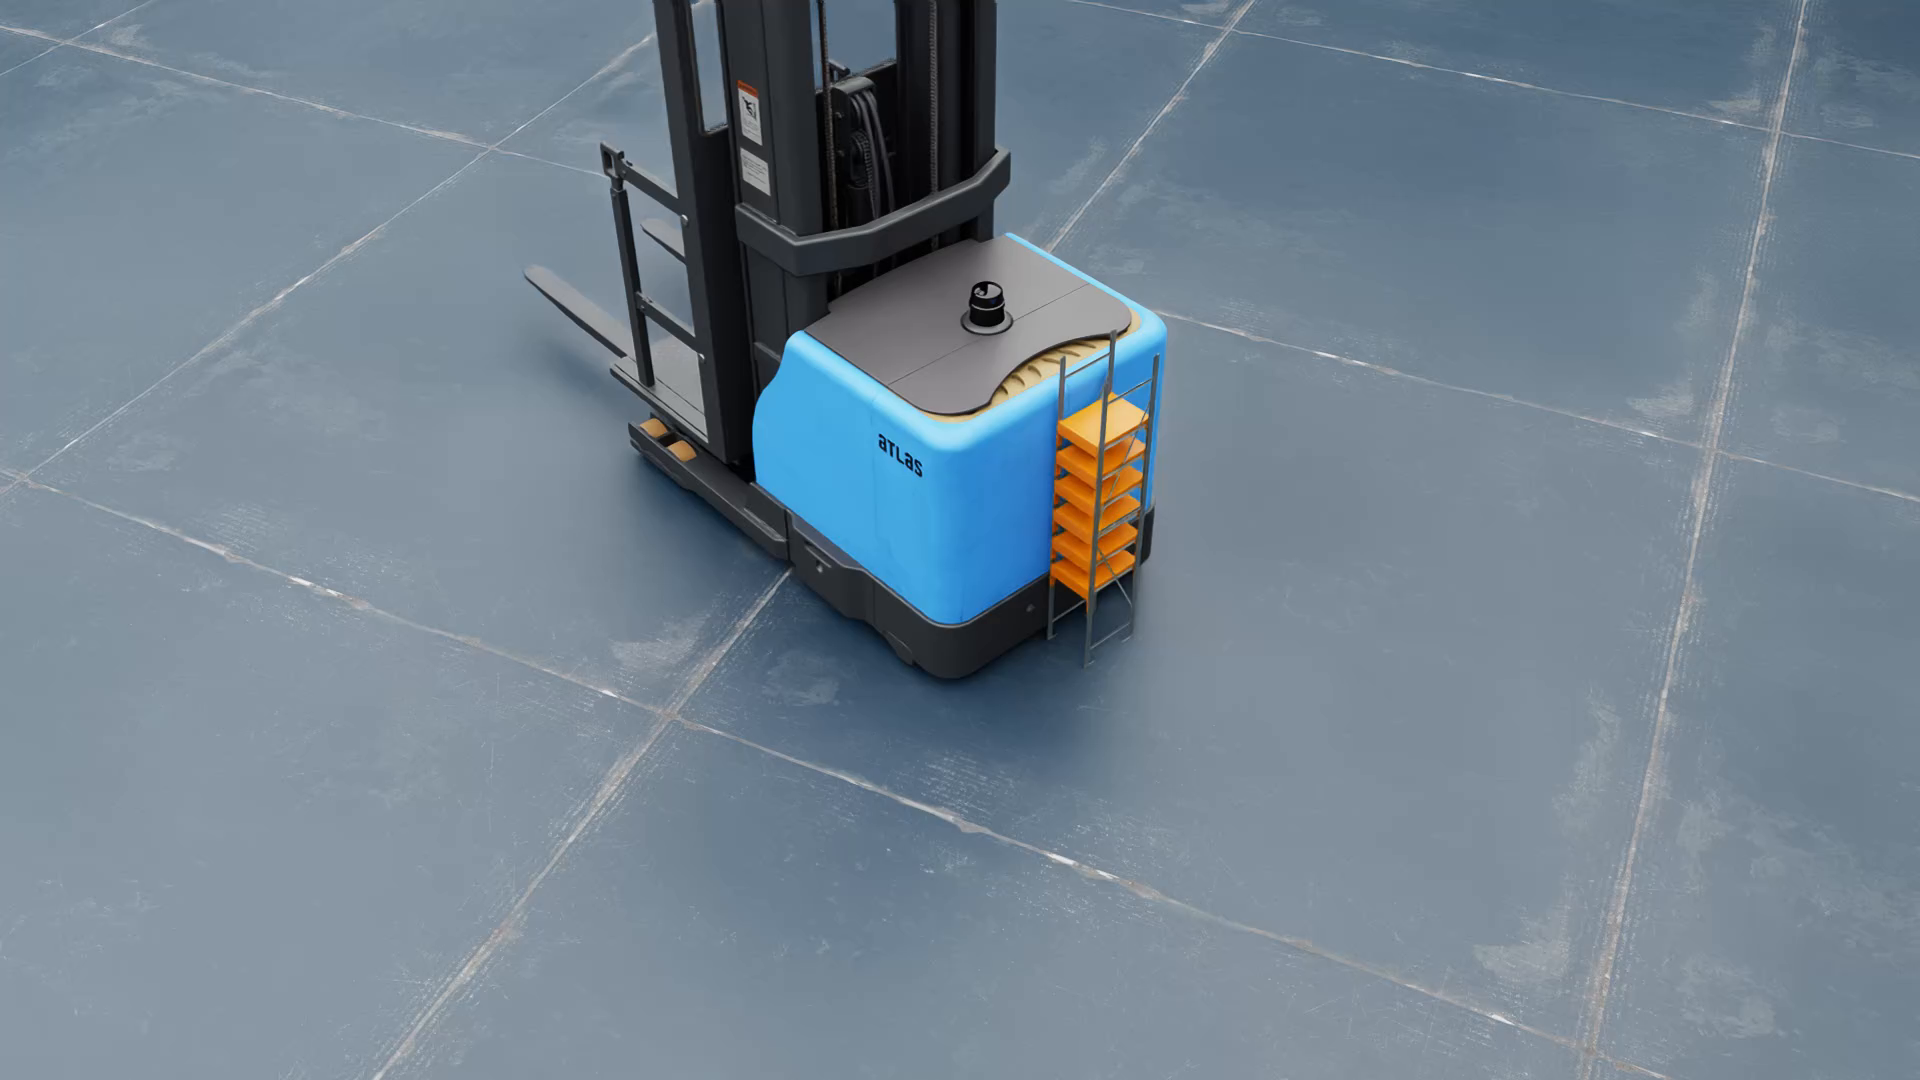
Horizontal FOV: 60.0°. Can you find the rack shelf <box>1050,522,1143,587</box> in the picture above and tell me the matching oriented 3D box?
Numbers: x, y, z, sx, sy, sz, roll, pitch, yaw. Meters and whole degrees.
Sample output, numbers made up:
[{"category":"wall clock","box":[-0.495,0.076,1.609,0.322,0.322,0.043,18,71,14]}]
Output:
[{"category":"rack shelf","box":[0.457,0.018,5.565,0.258,0.103,0.180,-30,49,-30]}]

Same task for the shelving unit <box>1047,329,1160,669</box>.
[{"category":"shelving unit","box":[0.457,-0.107,5.457,0.258,1.200,0.189,-30,49,-30]}]

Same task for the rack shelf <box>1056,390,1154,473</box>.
[{"category":"rack shelf","box":[0.457,-0.345,5.250,0.258,0.103,0.180,-30,49,-30]}]

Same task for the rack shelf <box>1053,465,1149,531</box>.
[{"category":"rack shelf","box":[0.457,-0.164,5.407,0.258,0.103,0.180,-30,49,-30]}]

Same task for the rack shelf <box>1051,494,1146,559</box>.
[{"category":"rack shelf","box":[0.457,-0.073,5.486,0.258,0.103,0.180,-30,49,-30]}]

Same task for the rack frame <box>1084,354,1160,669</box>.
[{"category":"rack frame","box":[0.518,-0.062,5.405,0.240,1.200,0.006,-30,49,-30]}]

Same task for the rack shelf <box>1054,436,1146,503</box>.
[{"category":"rack shelf","box":[0.457,-0.254,5.329,0.258,0.103,0.180,-30,49,-30]}]

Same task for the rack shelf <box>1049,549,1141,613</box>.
[{"category":"rack shelf","box":[0.457,0.108,5.643,0.258,0.103,0.180,-30,49,-30]}]

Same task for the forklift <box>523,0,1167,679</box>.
[{"category":"forklift","box":[-0.657,-1.525,5.772,1.130,2.935,3.031,-30,49,-30]}]

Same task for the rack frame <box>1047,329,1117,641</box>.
[{"category":"rack frame","box":[0.396,-0.151,5.508,0.240,1.200,0.006,-30,49,-30]}]
